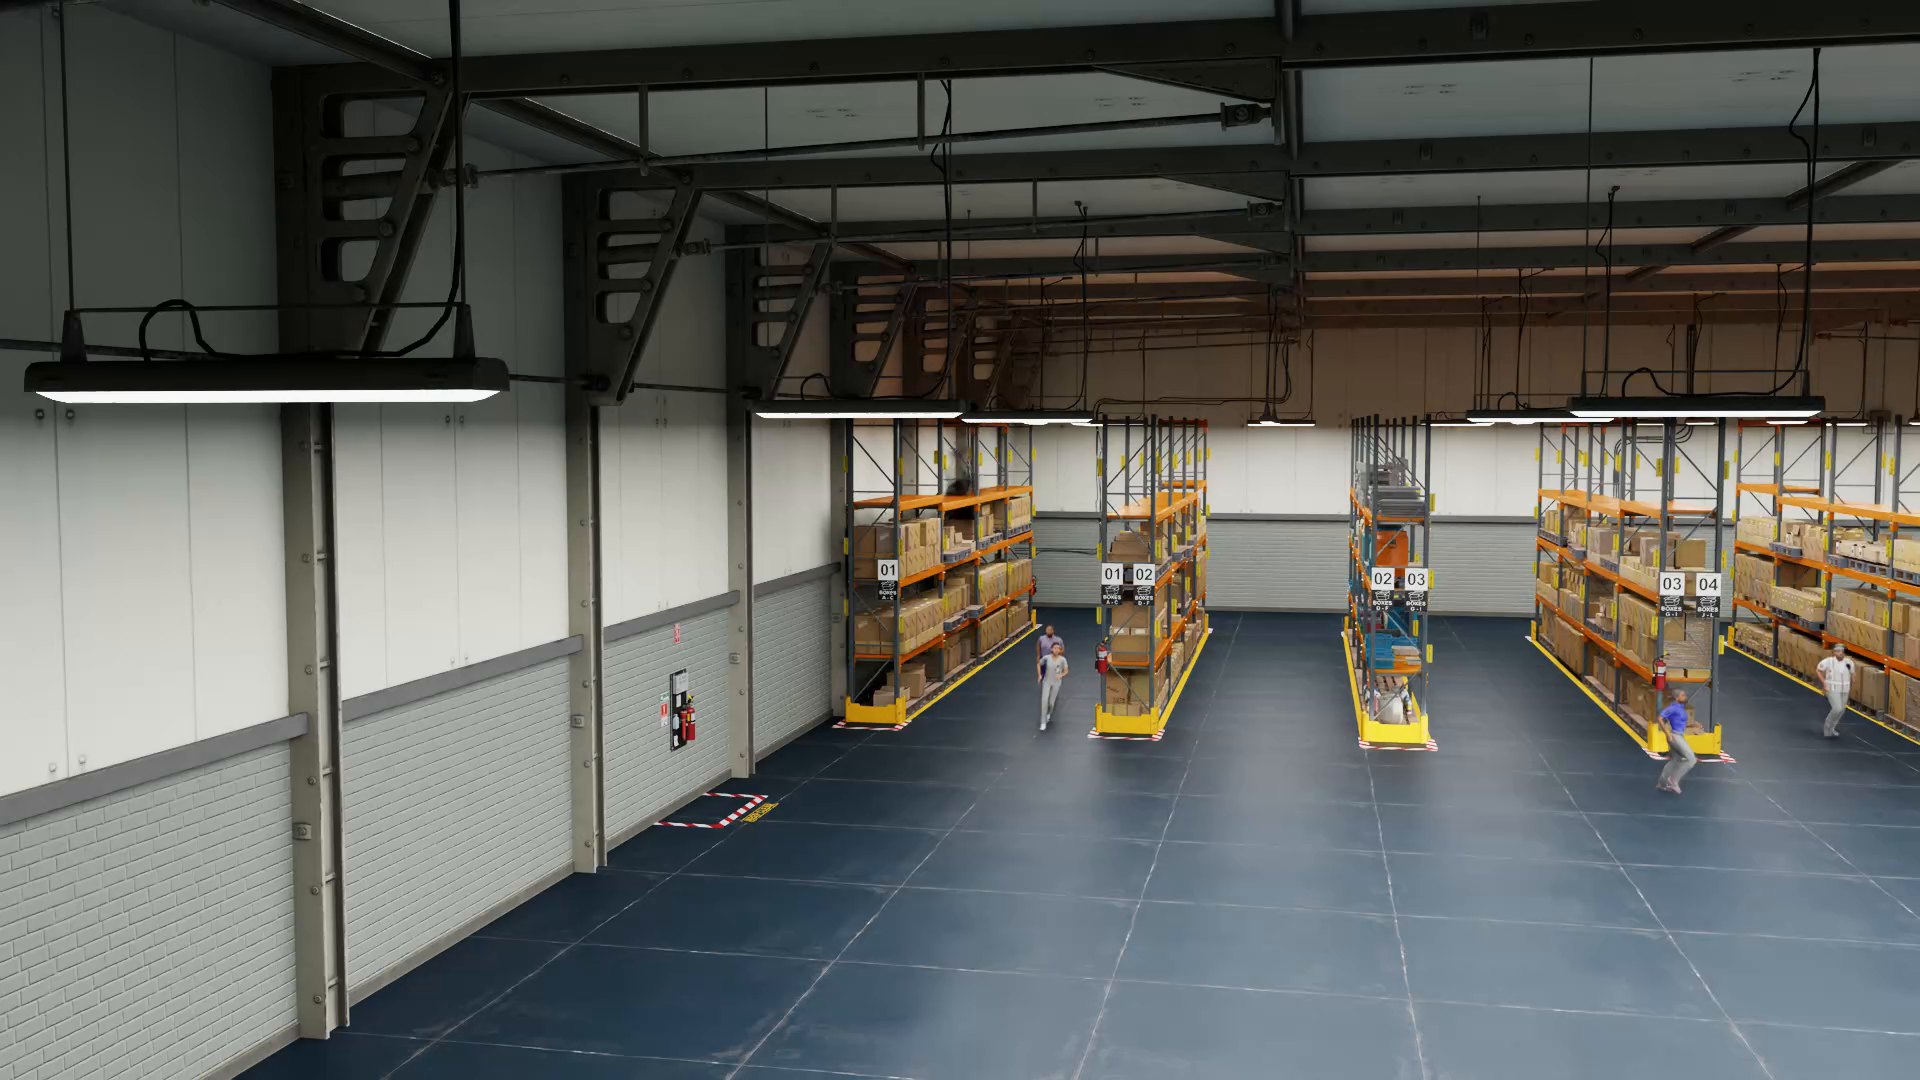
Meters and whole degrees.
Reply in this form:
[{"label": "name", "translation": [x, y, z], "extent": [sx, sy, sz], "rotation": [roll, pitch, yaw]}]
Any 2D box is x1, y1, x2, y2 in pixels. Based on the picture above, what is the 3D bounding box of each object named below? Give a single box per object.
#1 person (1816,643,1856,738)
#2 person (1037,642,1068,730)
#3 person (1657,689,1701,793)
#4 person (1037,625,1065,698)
[{"label": "person", "translation": [16.289, 2.803, 30.805], "extent": [0.632, 1.802, 0.697], "rotation": [0, 4, 0]}, {"label": "person", "translation": [1.782, 2.783, 32.004], "extent": [0.601, 1.656, 0.798], "rotation": [0, 4, 3]}, {"label": "person", "translation": [11.306, 3.156, 26.134], "extent": [0.621, 1.634, 0.560], "rotation": [2, 4, 30]}, {"label": "person", "translation": [1.880, 2.573, 34.593], "extent": [0.599, 1.651, 0.937], "rotation": [0, 4, 6]}]
